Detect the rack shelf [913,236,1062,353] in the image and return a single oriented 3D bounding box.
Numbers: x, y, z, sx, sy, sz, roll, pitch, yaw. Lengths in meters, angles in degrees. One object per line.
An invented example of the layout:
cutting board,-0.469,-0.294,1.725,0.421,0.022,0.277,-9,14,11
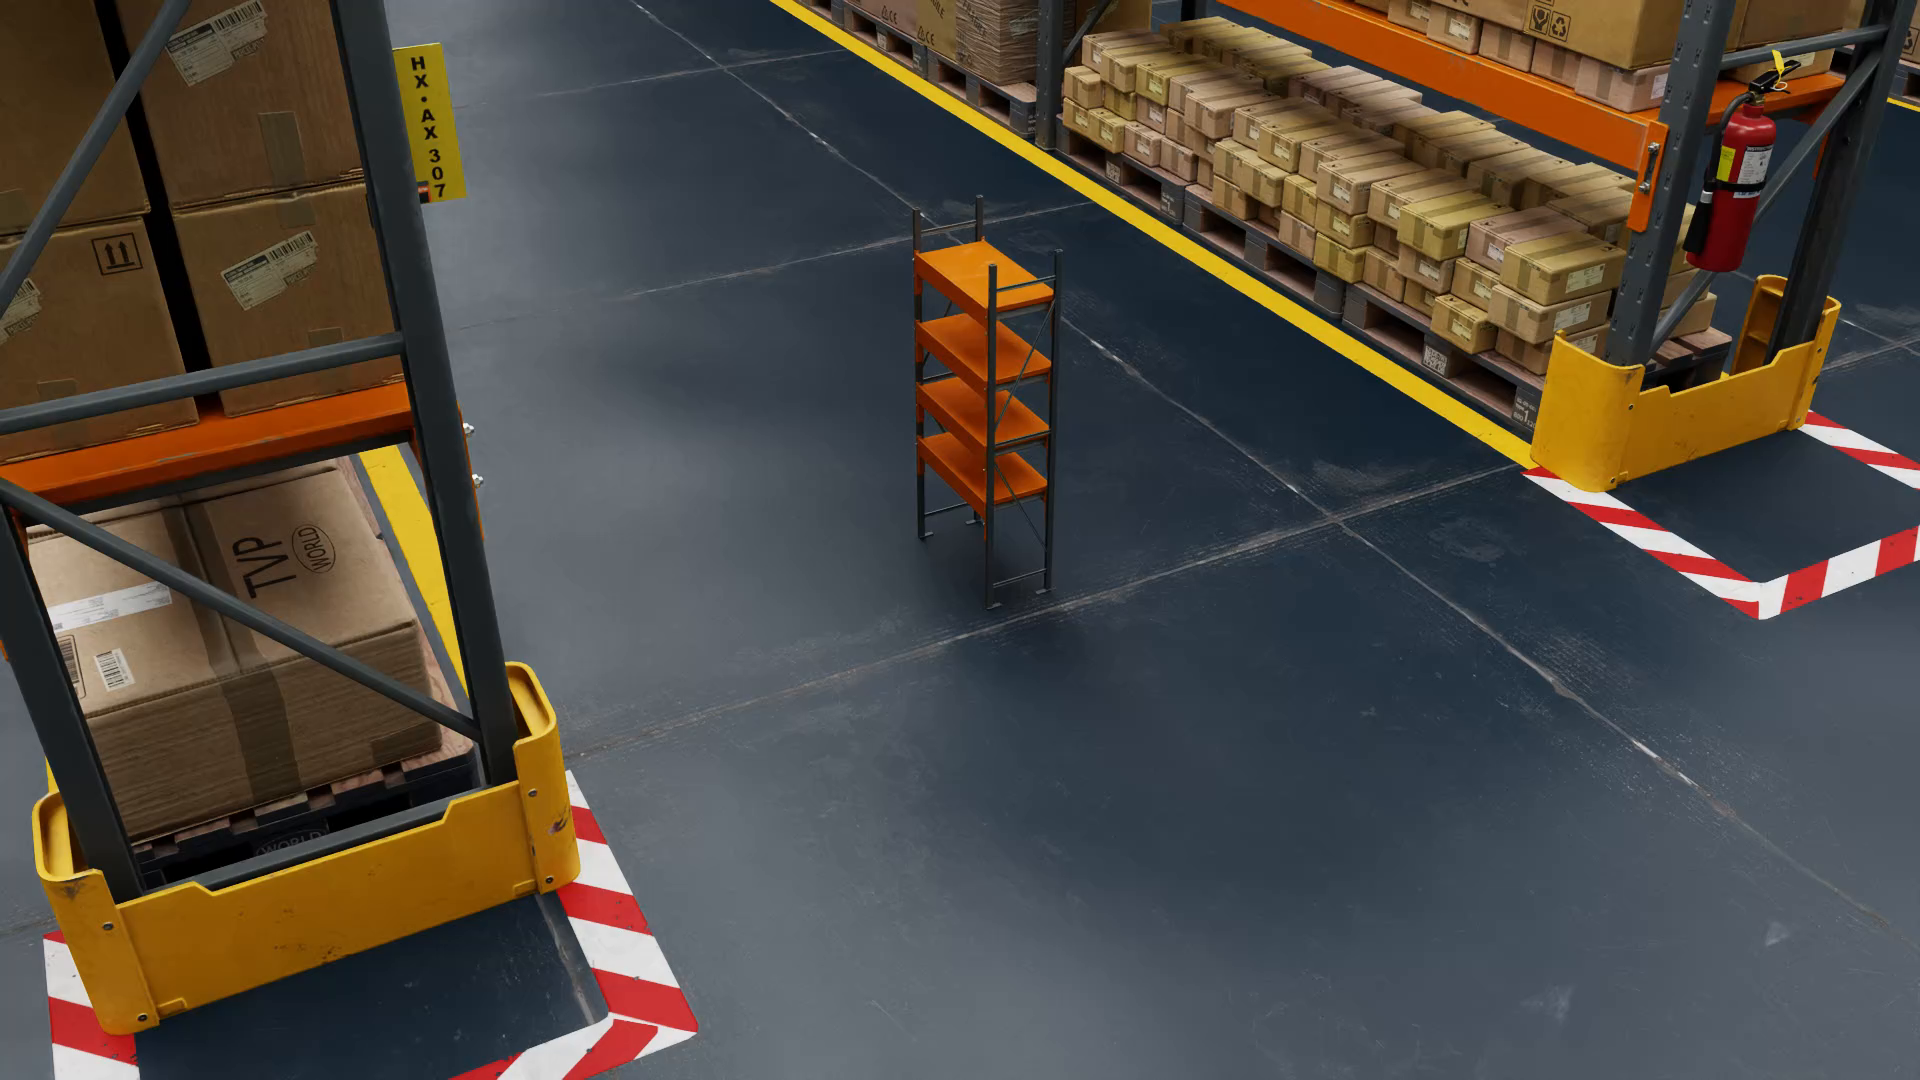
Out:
rack shelf,0.077,-0.757,5.091,0.258,0.148,0.480,-16,36,-23

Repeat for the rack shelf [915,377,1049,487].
rack shelf,0.077,-0.370,5.339,0.258,0.148,0.480,-16,36,-23

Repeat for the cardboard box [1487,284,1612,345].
cardboard box,2.247,-0.896,6.345,0.380,0.149,0.250,-17,36,-24

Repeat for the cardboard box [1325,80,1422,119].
cardboard box,1.950,-2.041,7.858,0.380,0.149,0.250,-17,36,-25

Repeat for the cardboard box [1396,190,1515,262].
cardboard box,1.975,-1.256,6.631,0.380,0.149,0.250,-17,36,-24

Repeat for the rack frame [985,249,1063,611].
rack frame,0.191,-0.310,5.121,0.240,1.200,0.015,-16,36,-23

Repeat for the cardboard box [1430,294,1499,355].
cardboard box,2.106,-0.886,6.606,0.380,0.149,0.250,-15,35,-22

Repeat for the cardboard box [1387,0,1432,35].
cardboard box,1.894,-2.086,6.458,0.380,0.149,0.250,-18,37,-25

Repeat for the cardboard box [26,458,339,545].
cardboard box,-2.417,-0.143,5.178,0.875,0.438,0.875,-15,36,-22

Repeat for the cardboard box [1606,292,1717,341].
cardboard box,2.784,-0.921,6.660,0.380,0.149,0.250,-15,36,-22

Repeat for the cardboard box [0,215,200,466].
cardboard box,-2.046,-0.526,3.698,0.500,0.500,0.500,-16,36,-23

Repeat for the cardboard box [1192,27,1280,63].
cardboard box,1.431,-2.533,8.626,0.380,0.149,0.250,-15,36,-23

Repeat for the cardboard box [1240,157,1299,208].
cardboard box,1.494,-1.638,7.504,0.380,0.149,0.250,-15,36,-23

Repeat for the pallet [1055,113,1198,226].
pallet,1.225,-2.037,8.734,1.003,0.211,1.213,-16,36,-23

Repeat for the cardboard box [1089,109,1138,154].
cardboard box,0.890,-2.118,8.528,0.380,0.149,0.250,-15,35,-22

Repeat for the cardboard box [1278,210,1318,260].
cardboard box,1.648,-1.390,7.392,0.380,0.149,0.250,-15,36,-22

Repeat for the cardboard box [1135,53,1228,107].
cardboard box,1.095,-2.278,8.228,0.380,0.149,0.250,-16,36,-24

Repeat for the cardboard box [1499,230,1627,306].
cardboard box,2.274,-1.030,6.278,0.380,0.149,0.250,-15,36,-23

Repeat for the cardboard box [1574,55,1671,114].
cardboard box,2.343,-1.593,5.688,0.380,0.149,0.250,-16,36,-23

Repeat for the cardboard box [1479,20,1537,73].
cardboard box,2.130,-1.837,6.069,0.380,0.149,0.250,-16,36,-24

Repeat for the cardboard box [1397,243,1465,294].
cardboard box,2.003,-1.143,6.731,0.380,0.149,0.250,-17,37,-25

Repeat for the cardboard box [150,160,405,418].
cardboard box,-1.556,-0.664,3.913,0.500,0.500,0.500,-16,36,-23

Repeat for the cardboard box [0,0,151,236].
cardboard box,-2.022,-0.954,3.439,0.500,0.500,0.500,-15,35,-22

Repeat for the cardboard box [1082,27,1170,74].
cardboard box,0.858,-2.533,8.625,0.380,0.149,0.250,-14,35,-21

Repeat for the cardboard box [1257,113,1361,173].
cardboard box,1.564,-1.781,7.451,0.380,0.149,0.250,-16,36,-23

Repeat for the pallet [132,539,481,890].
pallet,-2.029,0.492,4.787,1.003,0.211,1.213,-16,36,-23

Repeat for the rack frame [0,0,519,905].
rack frame,-1.587,-0.321,3.470,1.000,3.000,0.127,-16,36,-23

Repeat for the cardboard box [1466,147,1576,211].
cardboard box,2.374,-1.528,7.056,0.380,0.149,0.250,-18,37,-25

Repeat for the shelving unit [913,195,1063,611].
shelving unit,0.077,-0.426,5.303,0.258,1.200,0.503,-16,36,-23

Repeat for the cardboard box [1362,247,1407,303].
cardboard box,1.932,-1.149,7.016,0.380,0.149,0.250,-15,36,-23

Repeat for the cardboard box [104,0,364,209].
cardboard box,-1.558,-1.084,3.642,0.500,0.500,0.500,-17,36,-24

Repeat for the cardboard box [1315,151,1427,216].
cardboard box,1.736,-1.509,7.027,0.380,0.149,0.250,-15,35,-21

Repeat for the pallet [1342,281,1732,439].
pallet,2.362,-0.873,6.916,1.003,0.211,1.213,-16,36,-23

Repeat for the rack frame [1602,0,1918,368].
rack frame,2.745,-1.614,5.488,1.000,3.000,0.127,-16,36,-23

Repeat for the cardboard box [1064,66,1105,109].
cardboard box,0.766,-2.371,8.648,0.380,0.149,0.250,-14,35,-21

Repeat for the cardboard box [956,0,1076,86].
cardboard box,0.312,-2.937,9.481,0.500,0.500,0.500,-17,36,-24

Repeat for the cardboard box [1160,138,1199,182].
cardboard box,1.214,-1.903,8.194,0.380,0.149,0.250,-17,36,-24

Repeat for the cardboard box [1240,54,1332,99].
cardboard box,1.605,-2.273,8.219,0.380,0.149,0.250,-15,35,-22

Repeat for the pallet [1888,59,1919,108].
pallet,6.173,-2.582,9.585,1.003,0.211,1.213,-16,36,-23

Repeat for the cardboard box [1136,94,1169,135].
cardboard box,1.109,-2.165,8.327,0.380,0.149,0.250,-16,36,-23

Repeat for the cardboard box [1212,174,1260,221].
cardboard box,1.407,-1.636,7.776,0.380,0.149,0.250,-17,36,-24

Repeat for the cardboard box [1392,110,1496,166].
cardboard box,2.170,-1.799,7.480,0.380,0.149,0.250,-15,36,-22

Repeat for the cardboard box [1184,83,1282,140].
cardboard box,1.283,-2.018,7.821,0.380,0.149,0.250,-15,36,-22

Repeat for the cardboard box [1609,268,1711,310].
cardboard box,2.728,-1.030,6.555,0.380,0.149,0.250,-14,35,-21

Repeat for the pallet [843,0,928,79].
pallet,-0.057,-3.303,10.709,1.003,0.211,1.213,-16,36,-23

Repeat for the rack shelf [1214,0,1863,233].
rack shelf,1.813,-2.265,7.172,1.077,0.370,4.000,-16,36,-23

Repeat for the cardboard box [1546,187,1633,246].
cardboard box,2.567,-1.278,6.665,0.380,0.149,0.250,-15,36,-22

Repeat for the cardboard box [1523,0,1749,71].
cardboard box,2.308,-1.931,5.615,0.500,0.500,0.500,-15,36,-22

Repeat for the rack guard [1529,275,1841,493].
rack guard,2.710,-0.598,6.219,1.175,0.500,0.348,-16,36,-23

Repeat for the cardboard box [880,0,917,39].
cardboard box,-0.162,-3.428,10.247,0.500,0.500,0.500,-17,36,-24

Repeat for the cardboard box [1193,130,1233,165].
cardboard box,1.340,-1.899,7.911,0.380,0.149,0.250,-14,35,-21

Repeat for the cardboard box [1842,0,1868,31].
cardboard box,5.552,-3.669,10.277,0.875,0.875,0.875,-16,36,-23

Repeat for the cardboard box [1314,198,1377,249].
cardboard box,1.750,-1.387,7.112,0.380,0.149,0.250,-15,36,-22
